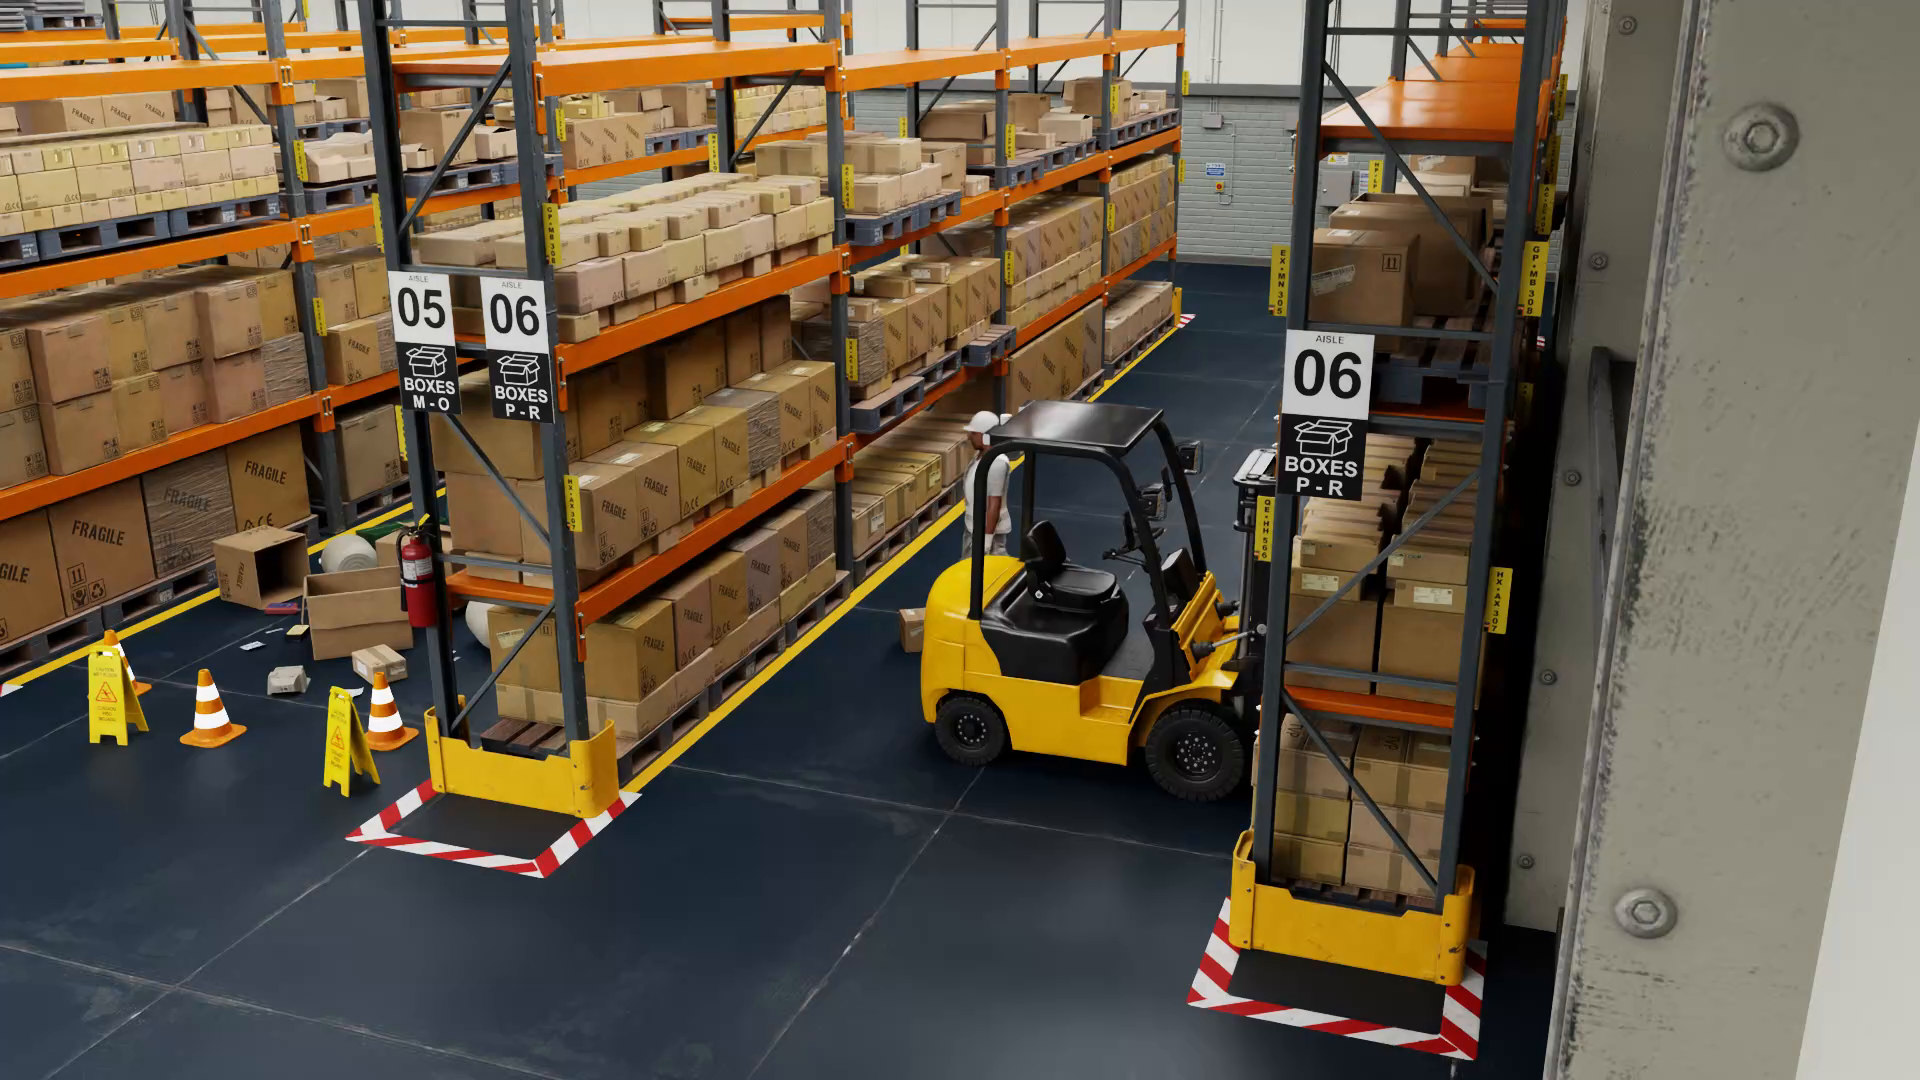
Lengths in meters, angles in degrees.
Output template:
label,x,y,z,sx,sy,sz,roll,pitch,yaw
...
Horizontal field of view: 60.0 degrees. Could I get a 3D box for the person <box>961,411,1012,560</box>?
label,x,y,z,sx,sy,sz,roll,pitch,yaw
person,0.199,-0.070,12.284,0.544,1.800,0.563,-3,19,-9
